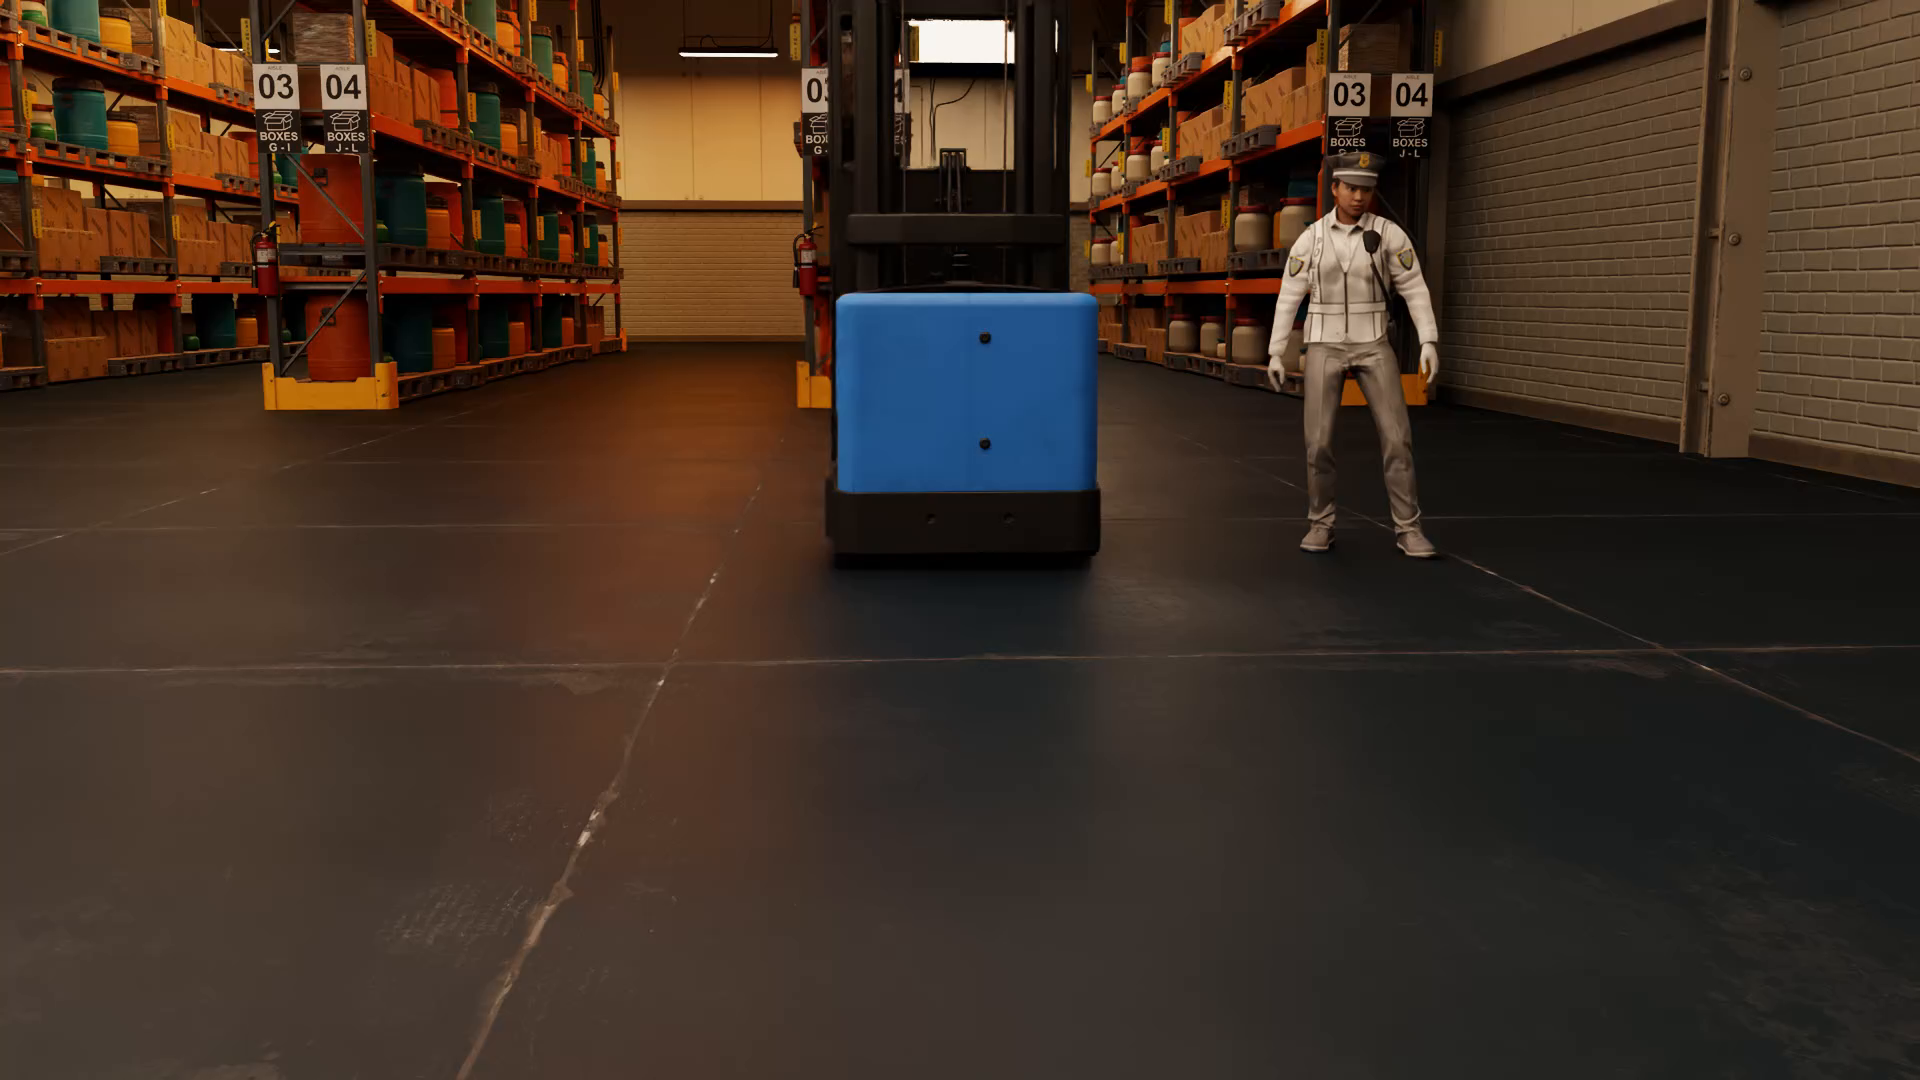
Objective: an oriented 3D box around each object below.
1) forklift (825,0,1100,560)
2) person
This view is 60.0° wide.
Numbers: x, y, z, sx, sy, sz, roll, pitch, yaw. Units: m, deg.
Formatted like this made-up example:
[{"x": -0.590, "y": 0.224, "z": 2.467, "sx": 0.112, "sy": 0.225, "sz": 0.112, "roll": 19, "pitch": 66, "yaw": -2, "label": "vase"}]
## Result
[{"x": -0.066, "y": -1.549, "z": 7.764, "sx": 1.130, "sy": 2.935, "sz": 3.031, "roll": -1, "pitch": 8, "yaw": -4, "label": "forklift"}, {"x": 1.638, "y": -0.766, "z": 6.901, "sx": 0.718, "sy": 1.642, "sz": 0.374, "roll": 2, "pitch": 9, "yaw": 15, "label": "person"}]
